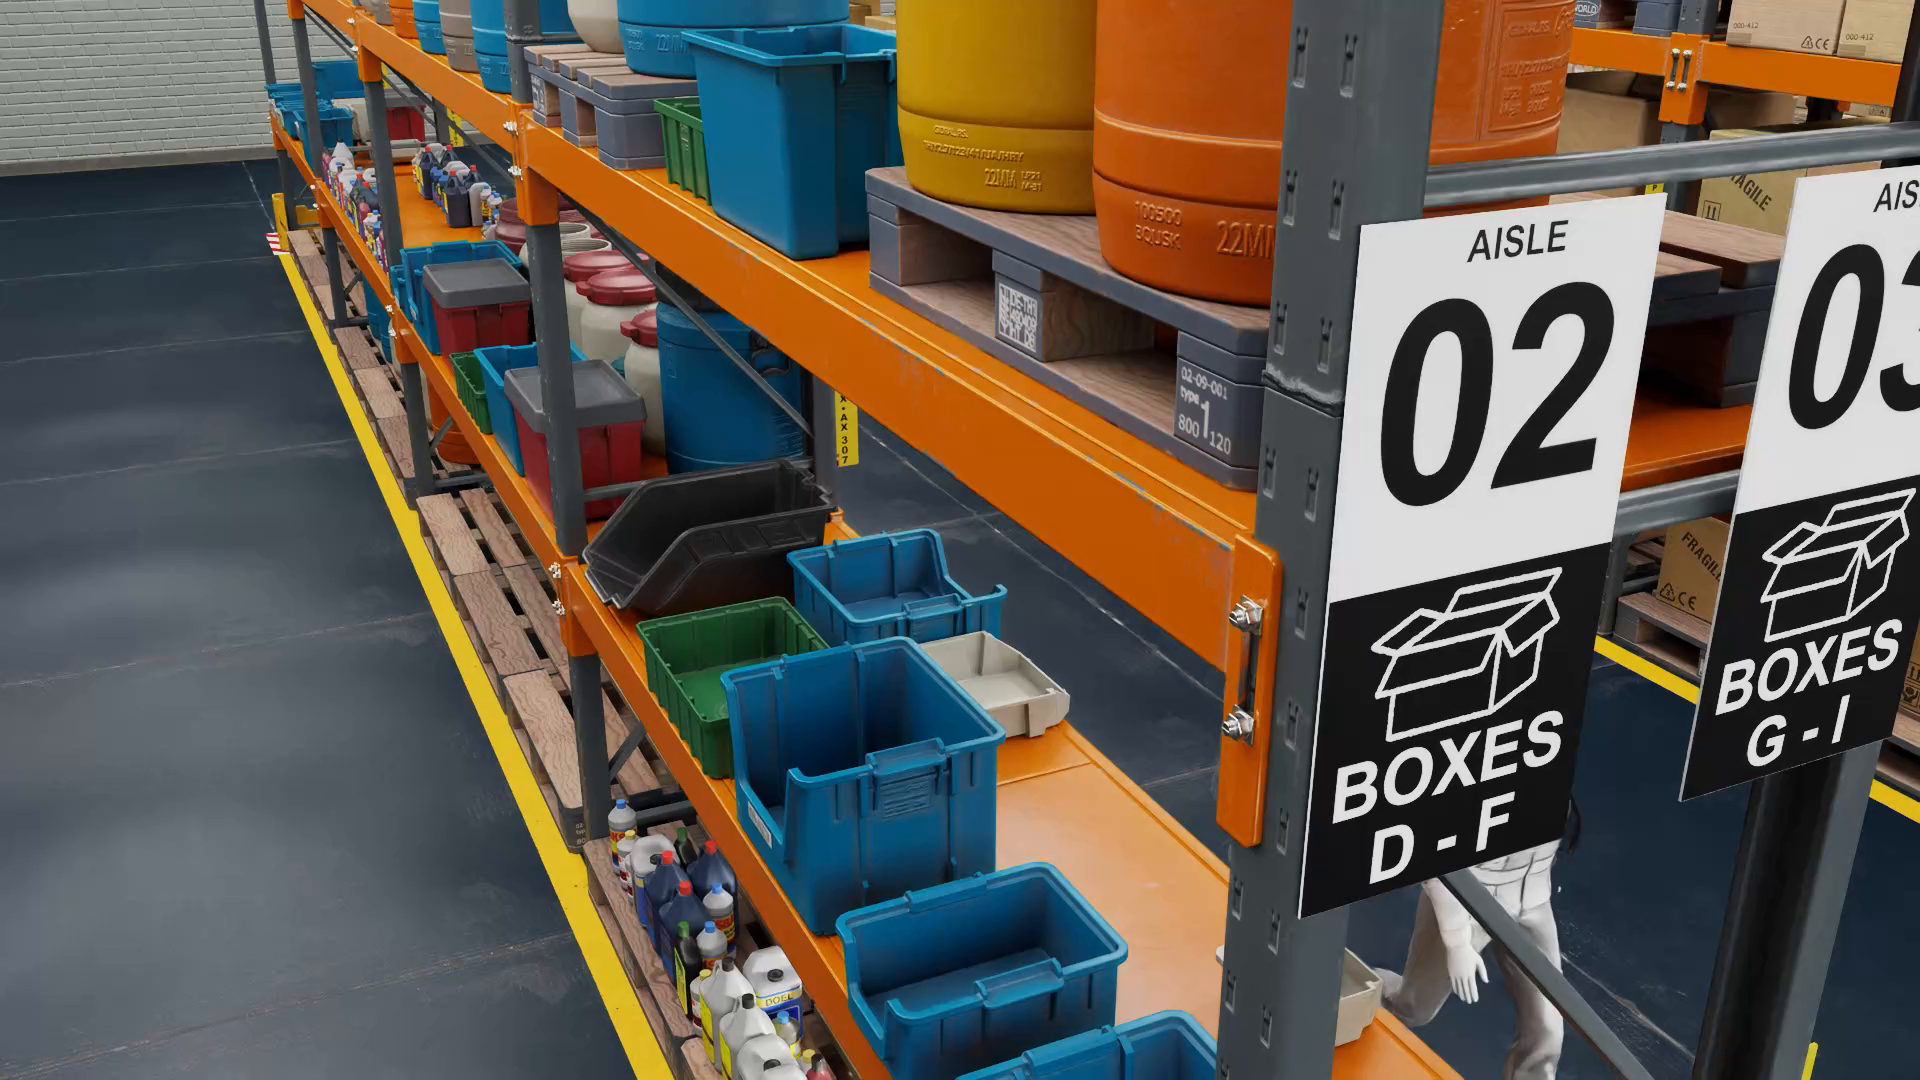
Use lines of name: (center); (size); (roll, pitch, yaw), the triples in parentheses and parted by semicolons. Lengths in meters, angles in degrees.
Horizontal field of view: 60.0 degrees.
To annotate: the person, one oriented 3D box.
person: (1.433, 0.976, 4.664); (0.514, 1.639, 0.974); (-12, 25, -26)
